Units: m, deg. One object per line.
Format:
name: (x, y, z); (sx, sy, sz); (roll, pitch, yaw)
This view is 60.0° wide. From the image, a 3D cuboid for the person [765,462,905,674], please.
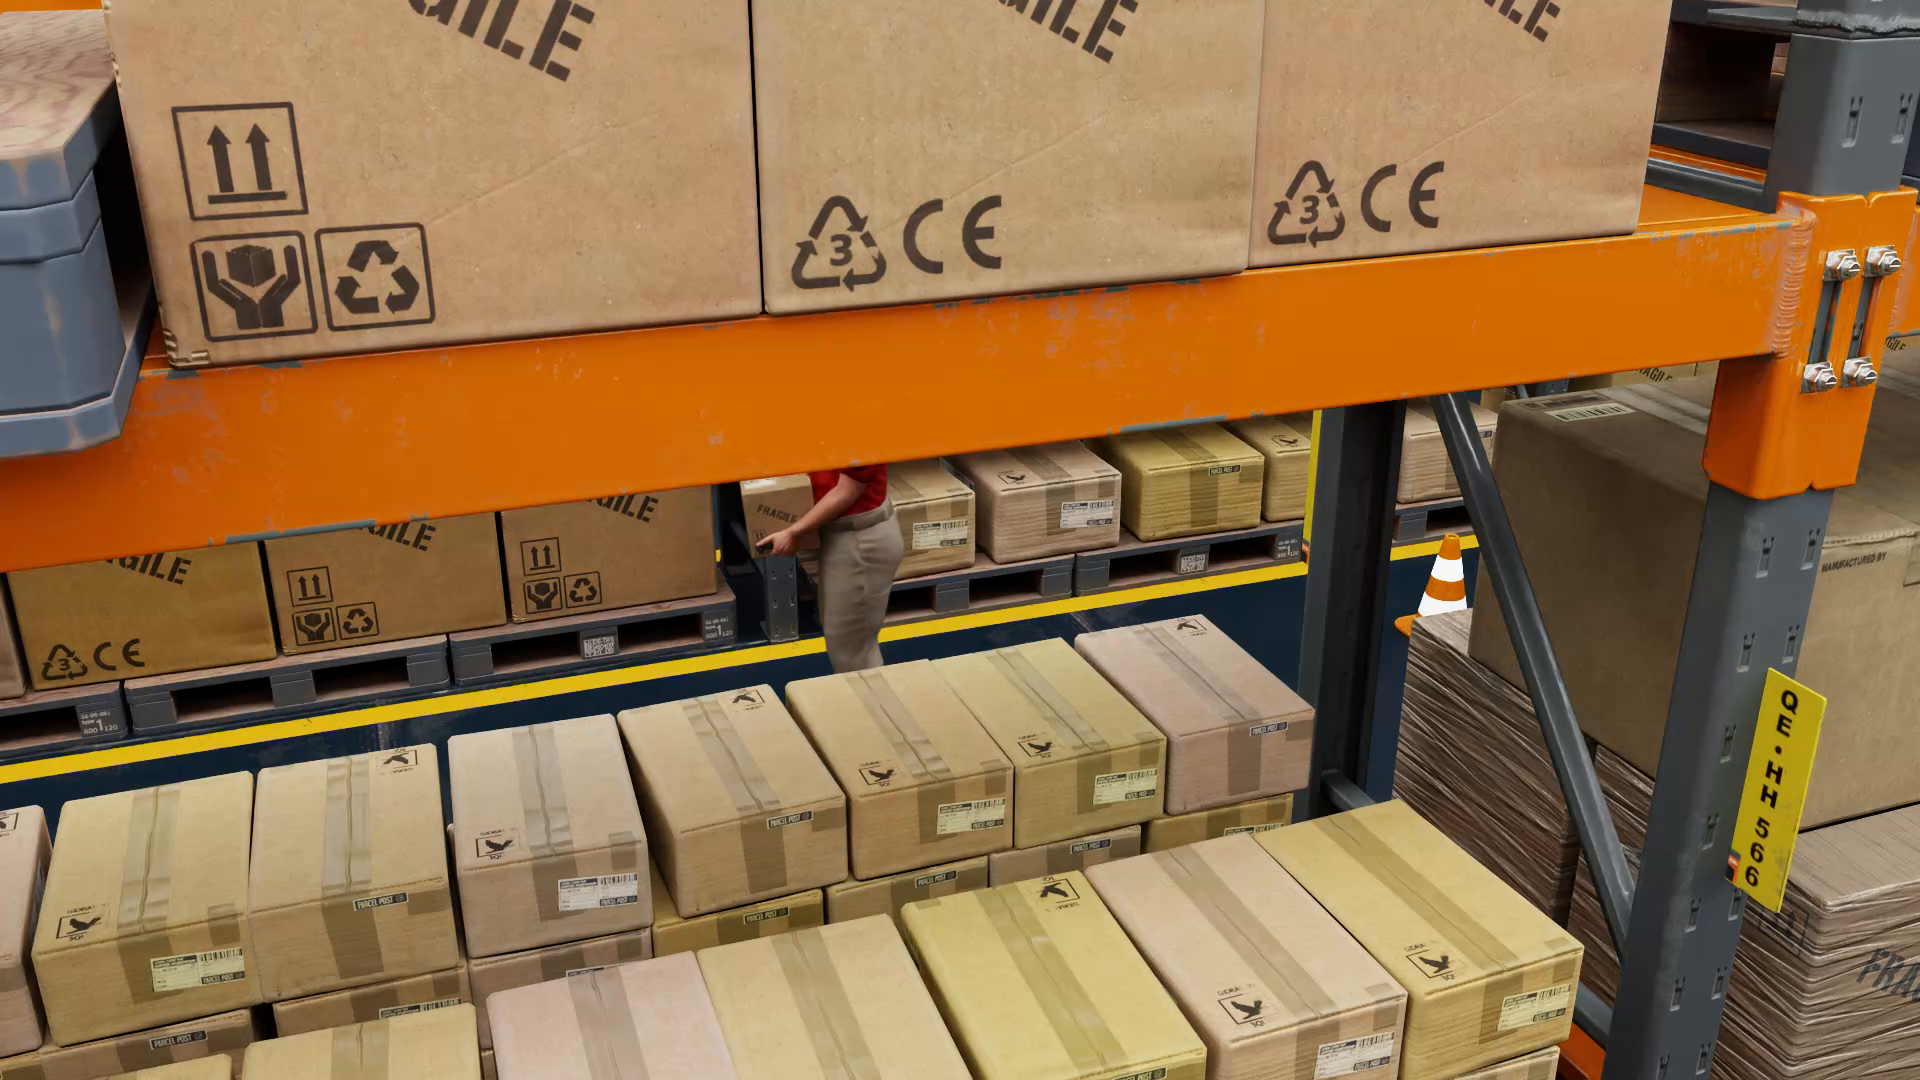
person: (-0.463, 0.014, 6.071); (0.507, 1.730, 0.524); (-4, 23, -8)
